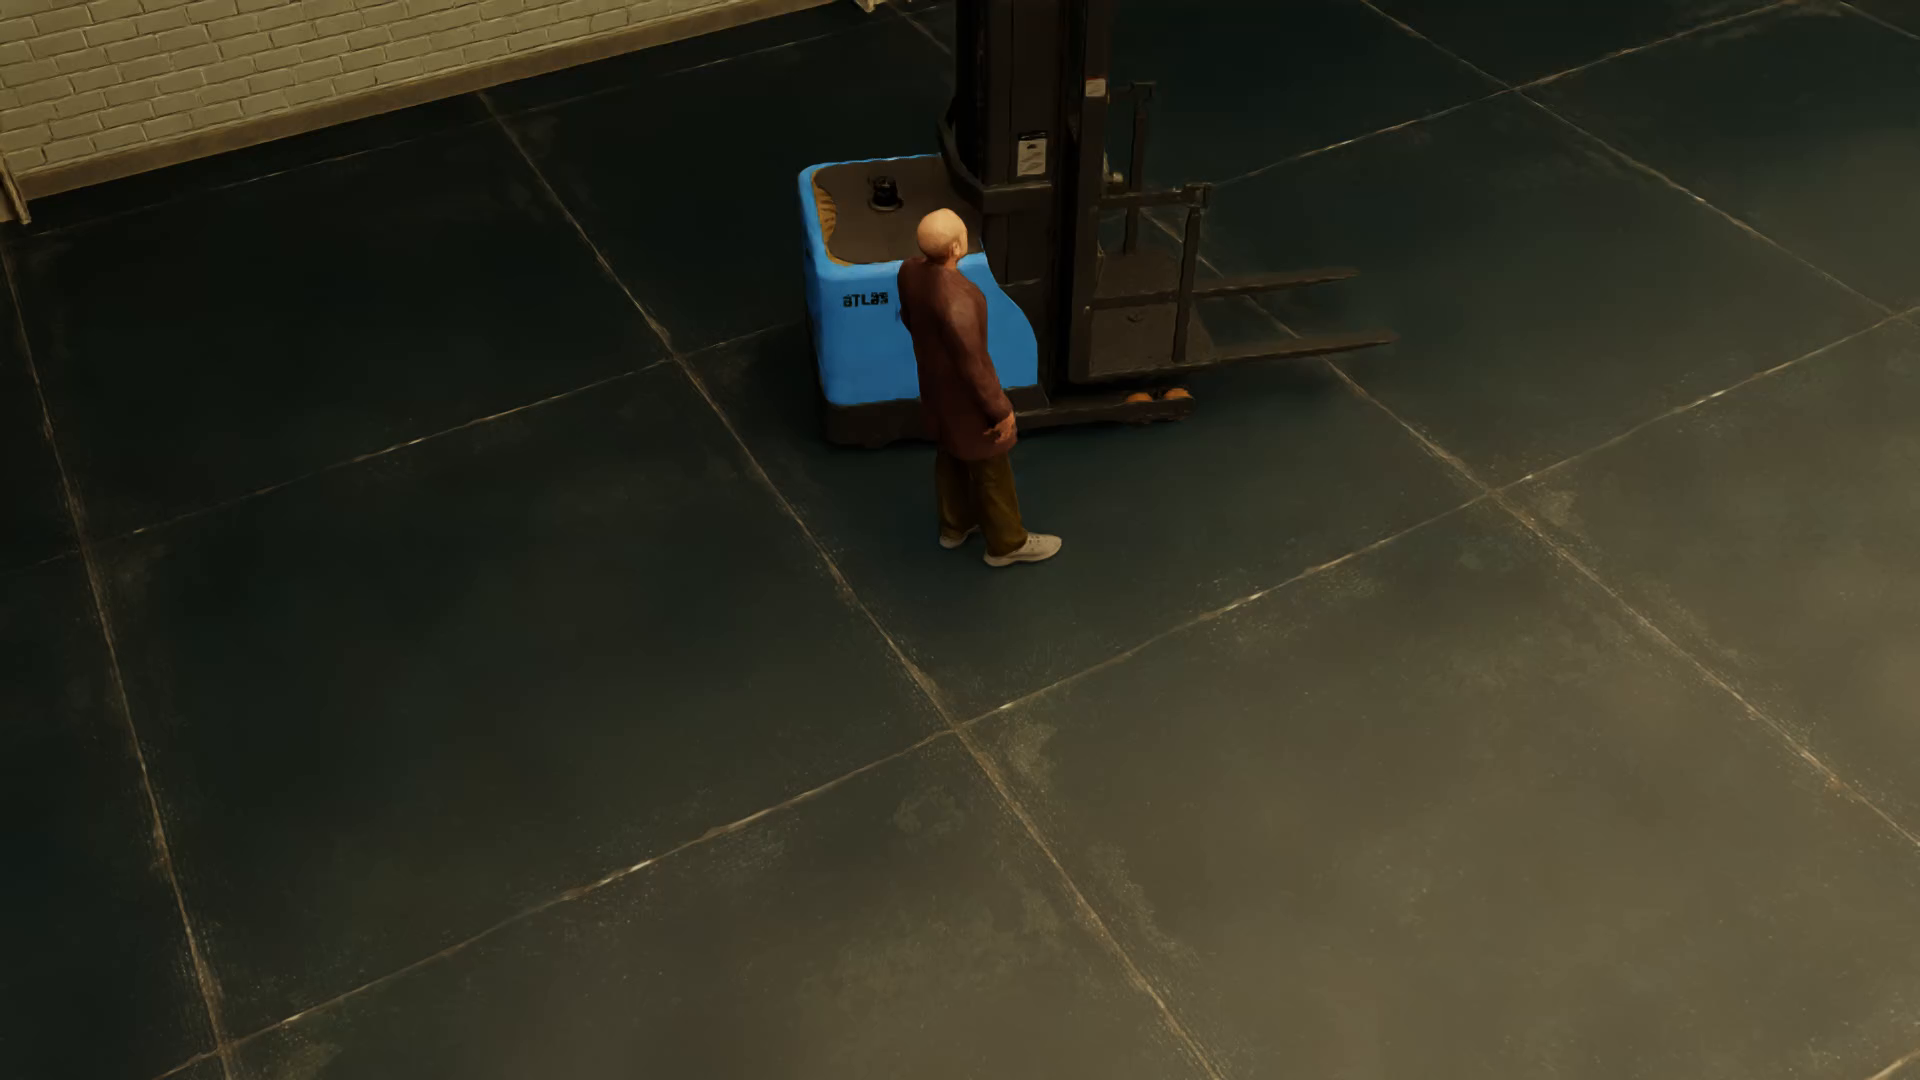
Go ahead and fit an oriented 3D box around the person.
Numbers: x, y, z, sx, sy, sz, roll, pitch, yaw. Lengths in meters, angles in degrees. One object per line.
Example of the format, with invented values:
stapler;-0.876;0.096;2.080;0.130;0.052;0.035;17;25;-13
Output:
person;0.082;-0.685;7.274;0.580;1.776;0.694;-21;47;-21

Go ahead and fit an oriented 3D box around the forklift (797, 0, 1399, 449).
forklift;0.742;-2.010;7.865;3.031;2.935;1.130;-7;43;-7
